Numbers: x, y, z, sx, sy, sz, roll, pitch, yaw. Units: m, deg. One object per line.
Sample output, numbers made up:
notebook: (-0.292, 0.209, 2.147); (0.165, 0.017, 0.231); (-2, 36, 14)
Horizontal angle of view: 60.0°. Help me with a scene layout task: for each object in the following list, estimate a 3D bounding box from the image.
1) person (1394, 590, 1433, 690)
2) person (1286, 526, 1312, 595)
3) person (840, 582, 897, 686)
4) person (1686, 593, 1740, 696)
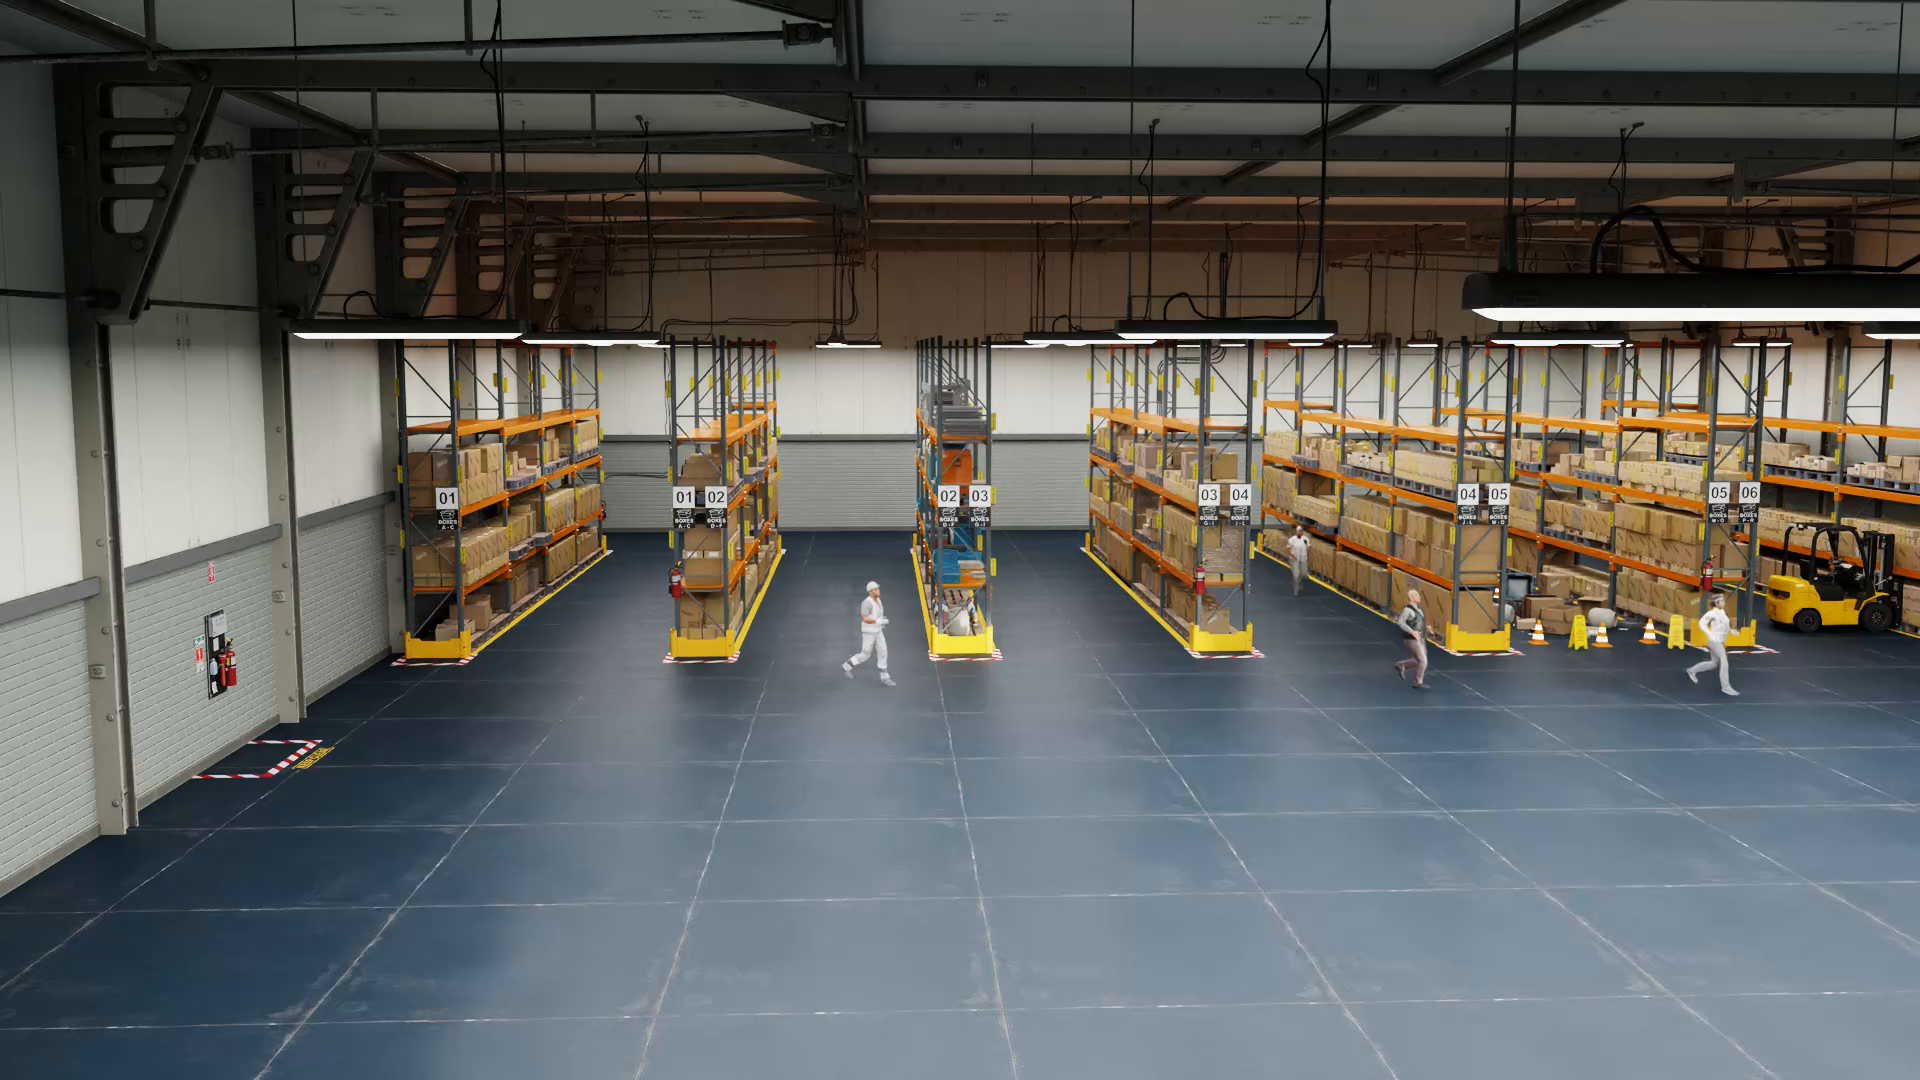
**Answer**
person: (7.688, 1.683, 28.280); (0.704, 1.678, 0.663); (5, 8, 39)
person: (7.996, 0.480, 39.159); (0.640, 1.626, 0.571); (0, 6, 0)
person: (-1.550, 1.598, 28.537); (0.991, 1.794, 0.669); (3, 7, 24)
person: (12.667, 1.725, 27.925); (0.893, 1.702, 0.618); (5, 8, 40)
